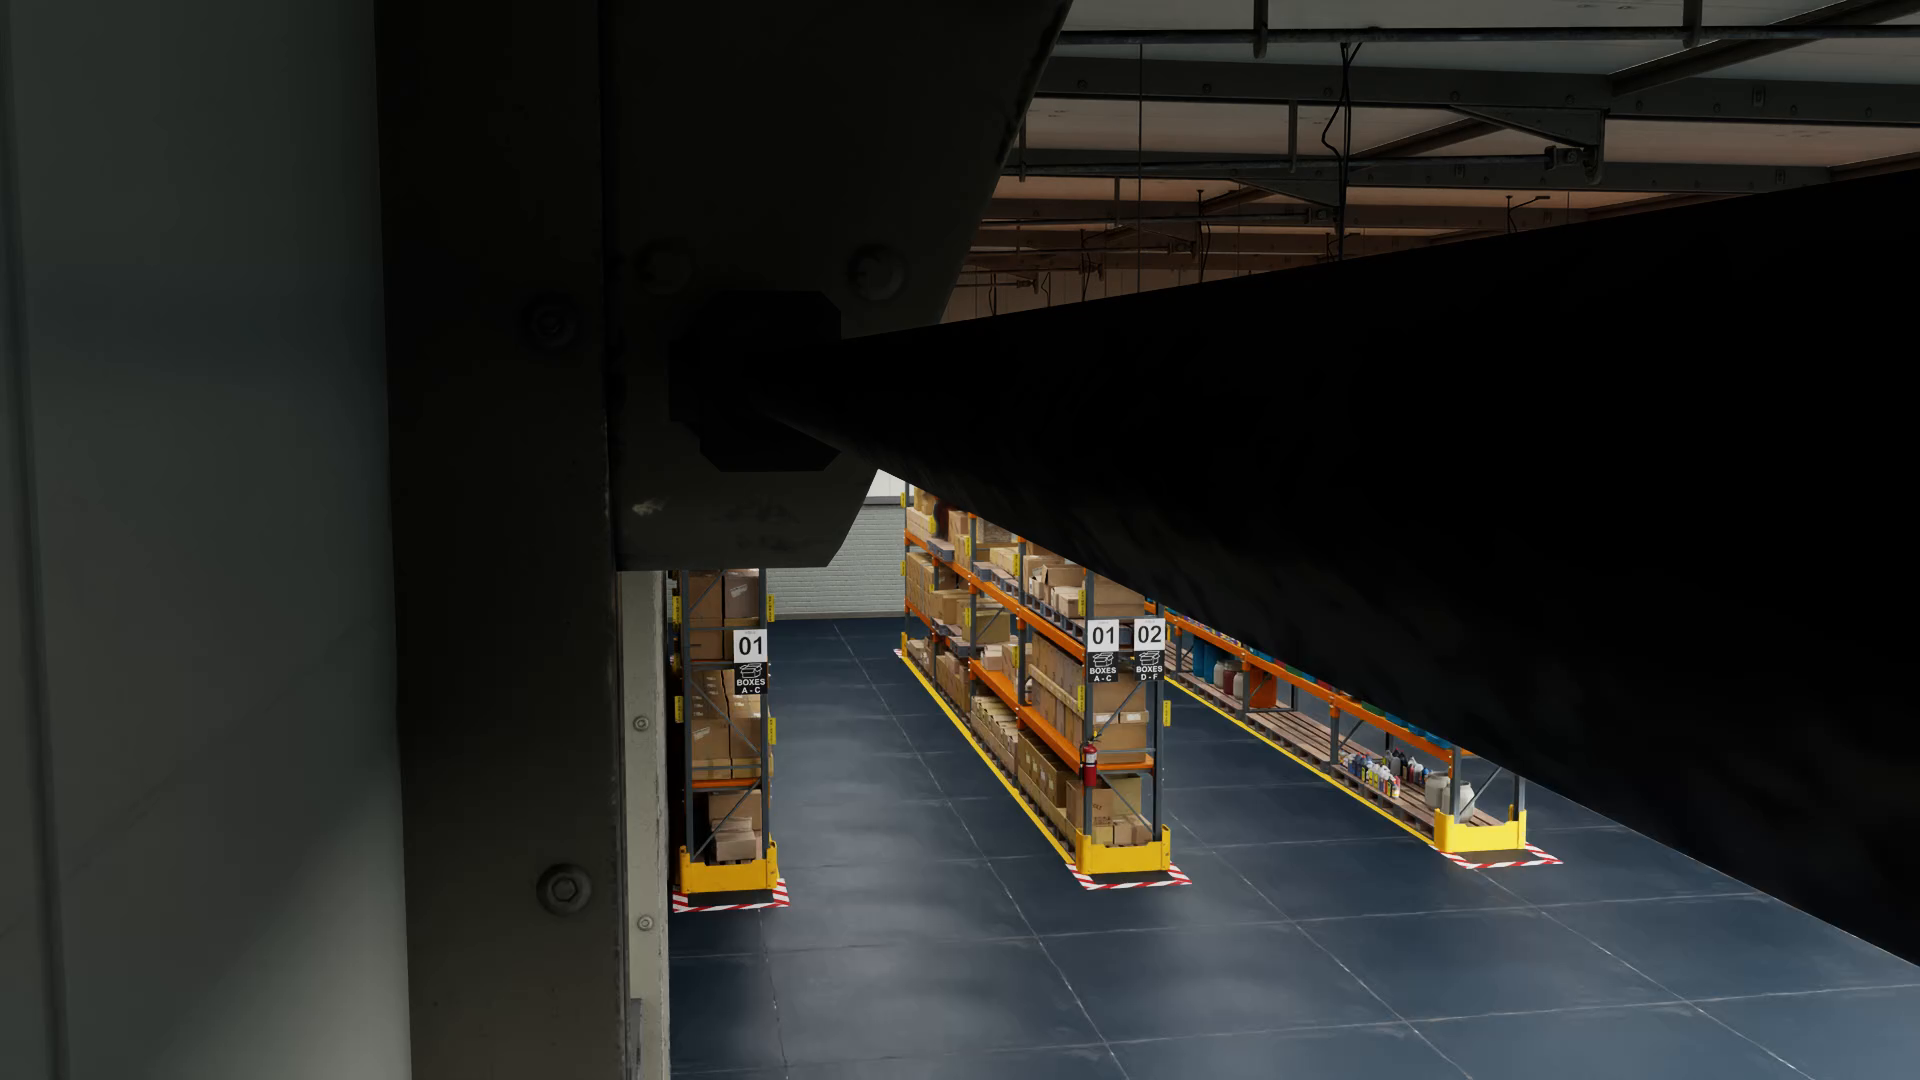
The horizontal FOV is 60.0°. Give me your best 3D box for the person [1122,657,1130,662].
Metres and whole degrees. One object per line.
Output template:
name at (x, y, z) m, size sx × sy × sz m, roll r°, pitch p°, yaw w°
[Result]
person at (3.279, 1.718, 34.371) m, size 0.677 × 1.726 × 1.044 m, roll 0°, pitch 6°, yaw -3°
